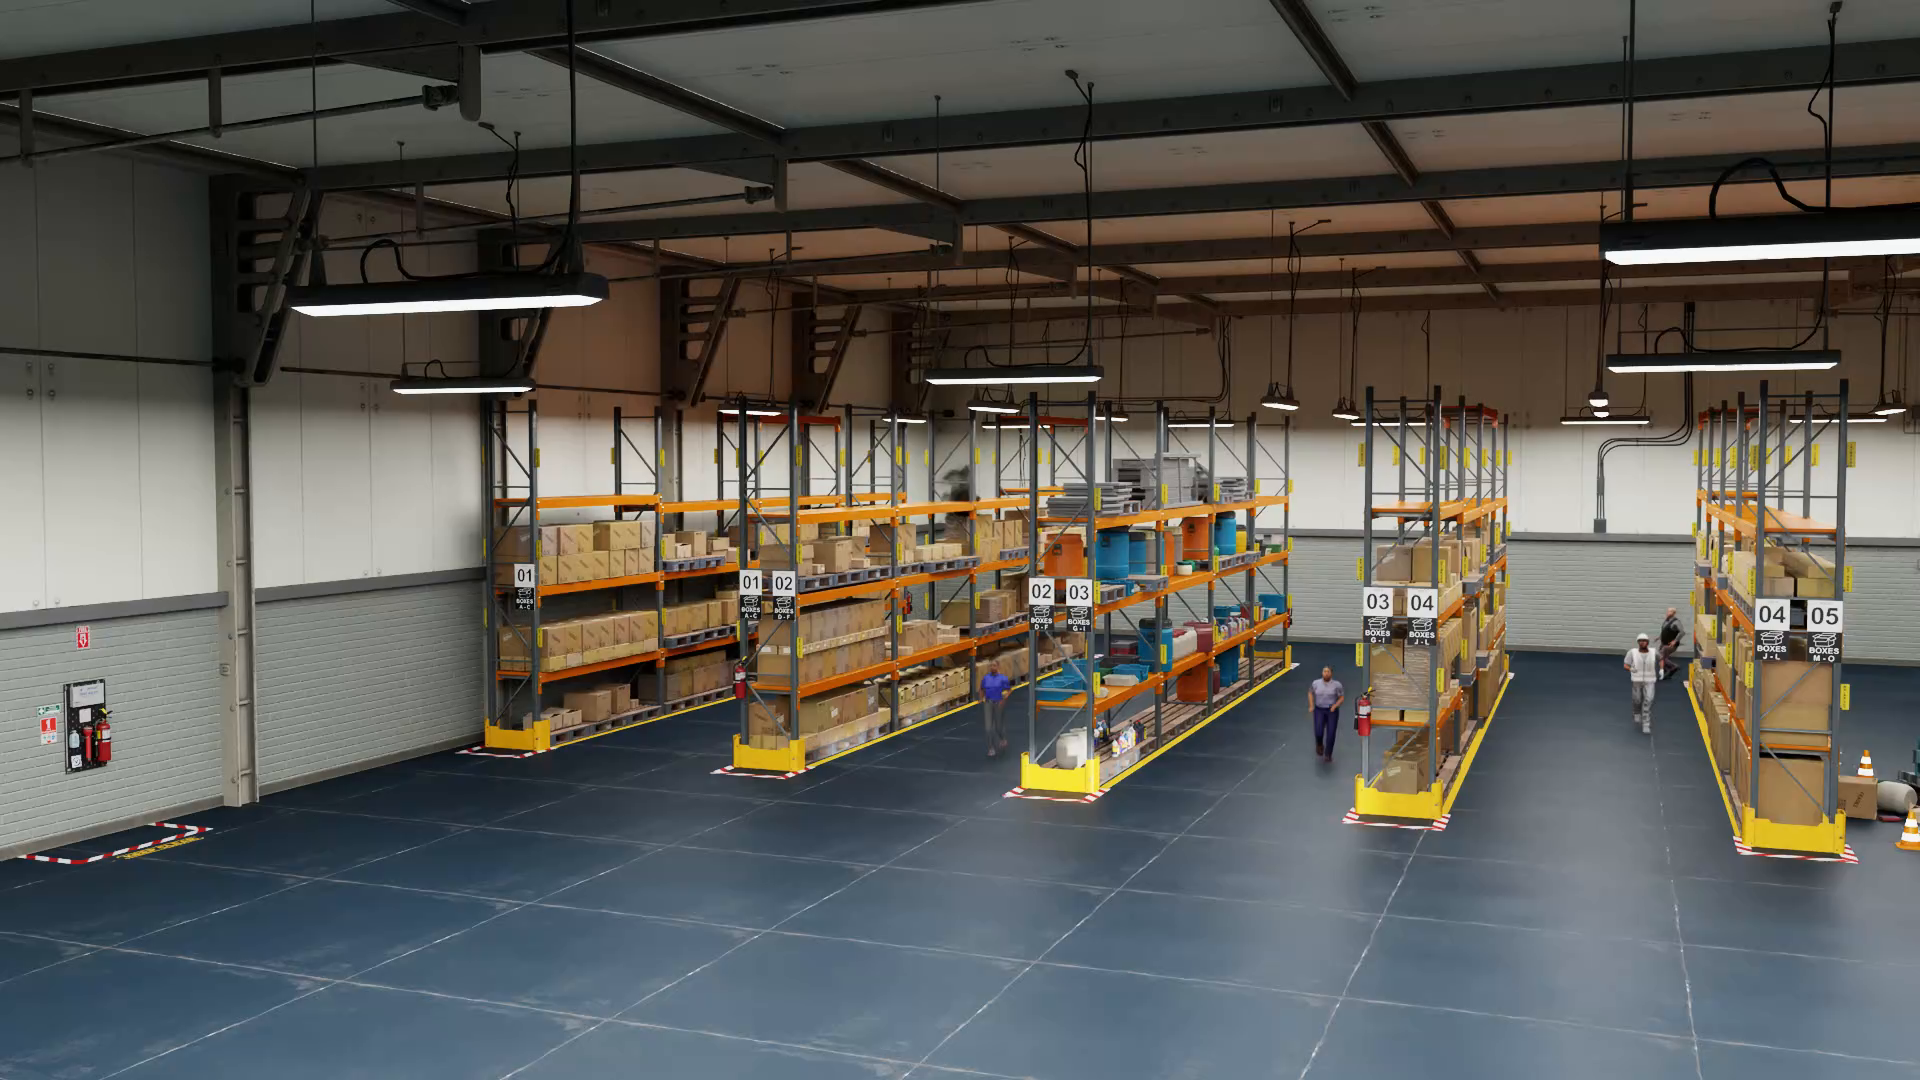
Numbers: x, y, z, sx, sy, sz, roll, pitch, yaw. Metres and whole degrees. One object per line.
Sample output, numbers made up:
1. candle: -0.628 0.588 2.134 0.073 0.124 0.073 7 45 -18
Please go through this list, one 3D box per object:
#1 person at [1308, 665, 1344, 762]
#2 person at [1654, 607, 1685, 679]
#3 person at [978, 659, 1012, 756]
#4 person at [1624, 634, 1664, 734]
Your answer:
1. person: 6.009 2.855 27.325 0.592 1.598 0.588 1 3 15
2. person: 15.906 2.338 37.343 0.518 1.661 0.710 0 3 -3
3. person: 0.577 2.813 28.071 0.574 1.602 0.586 1 3 14
4. person: 12.524 2.596 30.453 0.697 1.761 1.044 1 3 21
